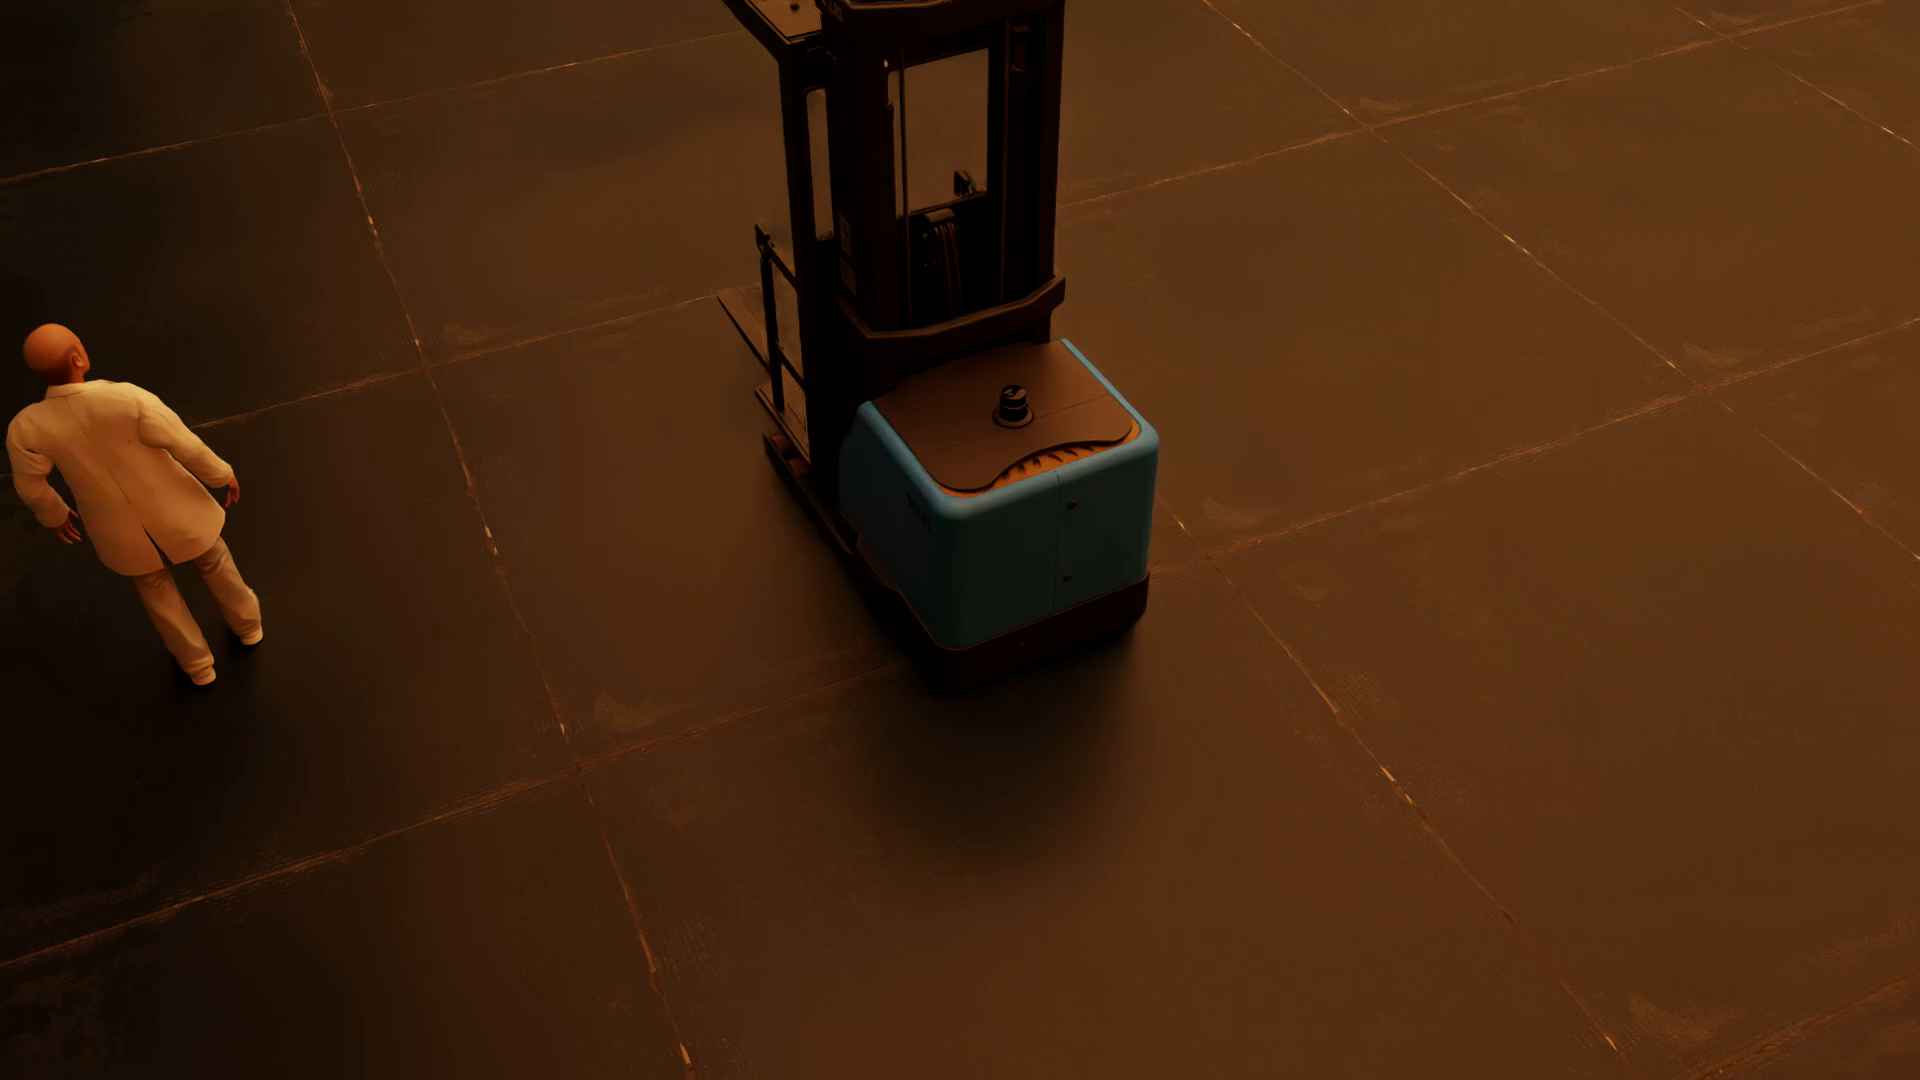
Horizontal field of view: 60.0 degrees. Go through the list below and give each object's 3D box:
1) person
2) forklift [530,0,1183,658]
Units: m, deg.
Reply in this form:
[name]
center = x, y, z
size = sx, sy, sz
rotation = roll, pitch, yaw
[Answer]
[person]
center = -3.313, -0.198, 6.729
size = 0.699, 1.777, 0.582
rotation = -16, 45, -16
[forklift]
center = -0.585, -1.241, 7.009
size = 3.031, 2.935, 1.130
rotation = 17, 46, 18
